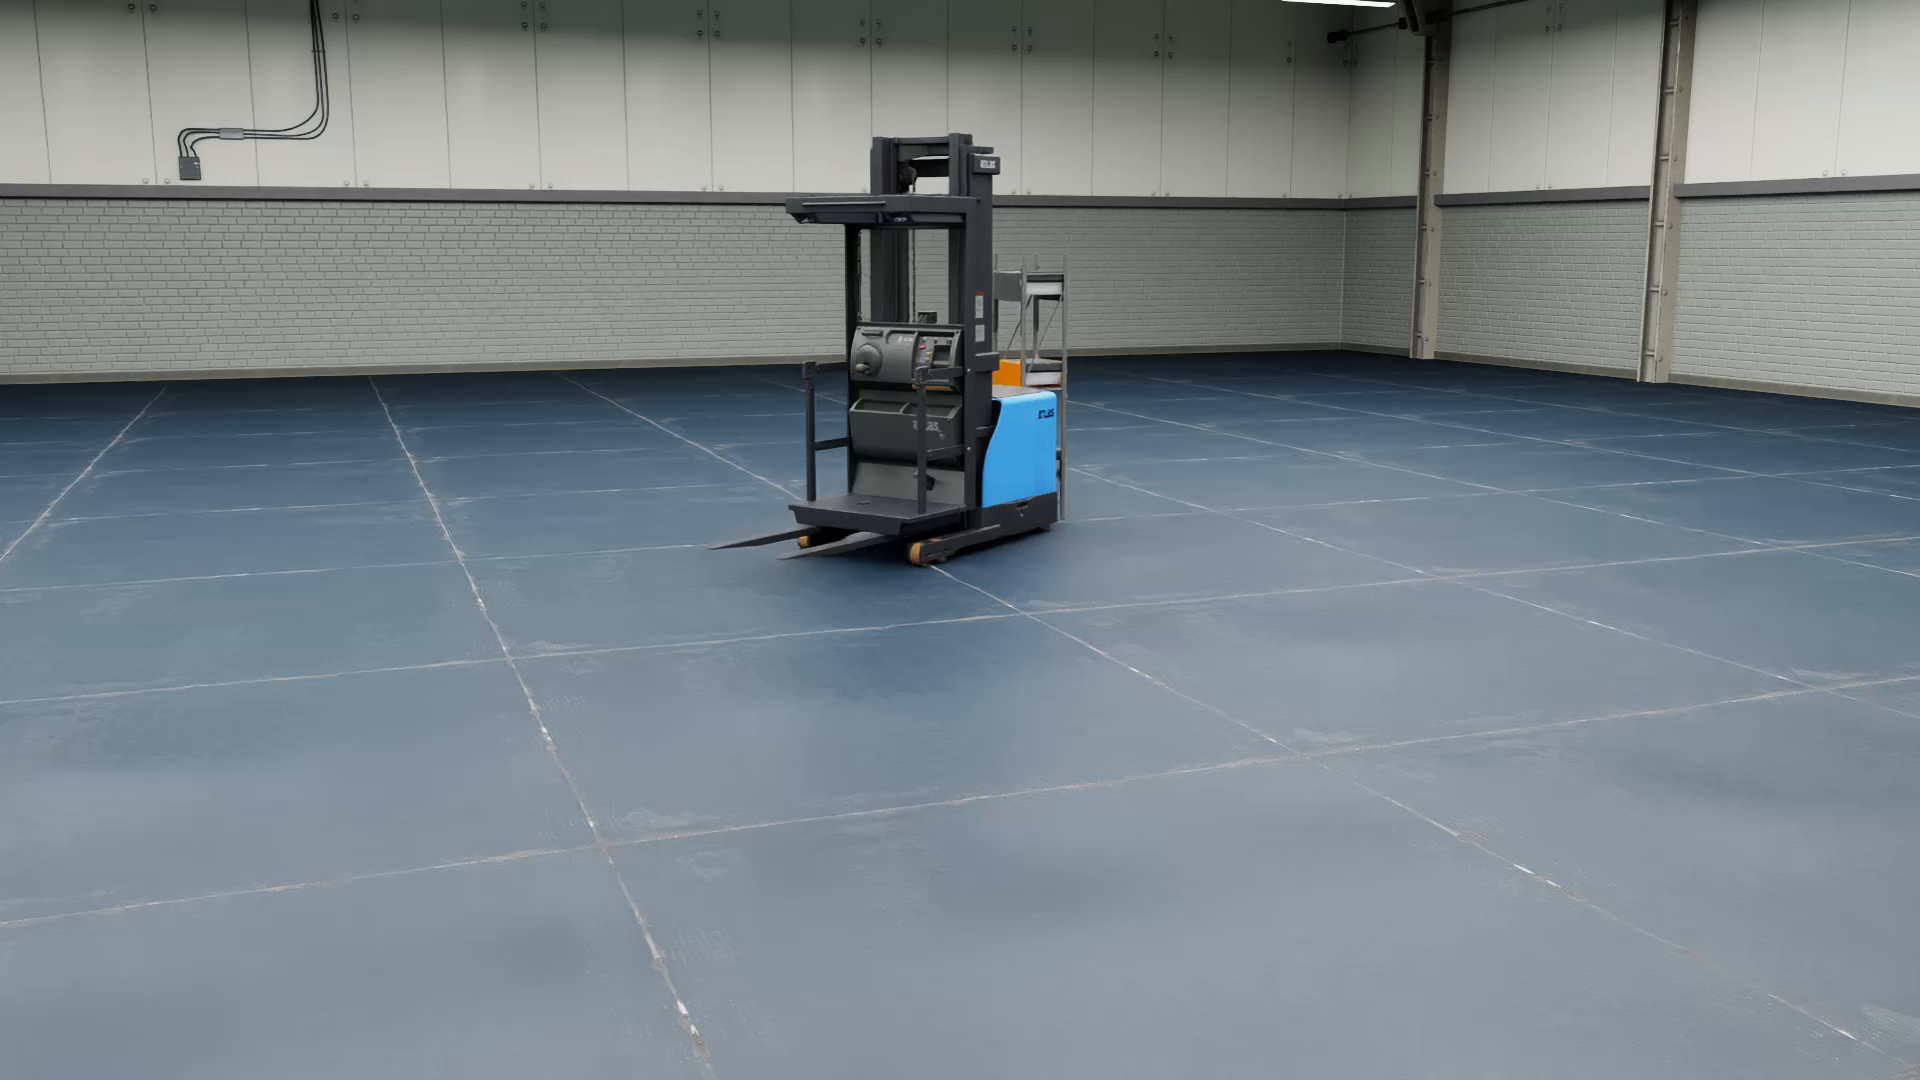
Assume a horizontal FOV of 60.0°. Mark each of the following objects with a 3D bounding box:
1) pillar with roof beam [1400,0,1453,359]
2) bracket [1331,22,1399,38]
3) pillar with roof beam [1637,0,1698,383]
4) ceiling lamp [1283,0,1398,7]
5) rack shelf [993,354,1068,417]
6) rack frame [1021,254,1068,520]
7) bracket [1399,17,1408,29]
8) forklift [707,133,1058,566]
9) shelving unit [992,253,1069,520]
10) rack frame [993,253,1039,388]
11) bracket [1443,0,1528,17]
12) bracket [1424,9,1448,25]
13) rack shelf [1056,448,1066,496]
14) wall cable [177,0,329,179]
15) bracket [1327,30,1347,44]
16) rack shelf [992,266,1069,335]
[{"bbox_3d":[4.946,-7.679,29.896,9.100,9.000,0.548,-4,11,-21],"label":"pillar with roof beam"},{"bbox_3d":[7.832,-10.060,33.003,0.076,0.066,3.189,-4,11,-21],"label":"bracket"},{"bbox_3d":[7.120,-6.700,24.390,9.100,9.000,0.400,-4,11,-21],"label":"pillar with roof beam"},{"bbox_3d":[5.735,-9.881,25.605,2.000,3.185,0.800,-4,11,-21],"label":"ceiling lamp"},{"bbox_3d":[0.554,-1.209,13.291,0.431,0.518,0.480,-5,11,-25],"label":"rack shelf"},{"bbox_3d":[0.659,-1.183,13.072,0.400,2.100,0.015,-5,11,-25],"label":"rack frame"},{"bbox_3d":[8.477,-9.770,31.371,0.235,0.232,0.430,-4,11,-21],"label":"bracket"},{"bbox_3d":[-0.511,-1.357,11.678,1.130,2.935,3.031,7,12,35],"label":"forklift"},{"bbox_3d":[0.554,-1.223,13.289,0.431,2.100,0.503,-5,11,-25],"label":"shelving unit"},{"bbox_3d":[0.448,-1.263,13.505,0.400,2.100,0.015,-5,11,-25],"label":"rack frame"},{"bbox_3d":[9.711,-9.214,28.245,0.076,0.066,4.783,-4,11,-21],"label":"bracket"},{"bbox_3d":[8.778,-9.634,30.609,0.235,0.232,0.430,-4,11,-21],"label":"bracket"},{"bbox_3d":[0.553,-0.521,13.417,0.431,0.518,0.480,-5,11,-25],"label":"rack shelf"},{"bbox_3d":[-11.382,-8.792,26.443,2.305,6.003,0.169,-4,11,-21],"label":"wall cable"},{"bbox_3d":[7.618,-10.157,33.545,0.235,0.232,0.430,-4,11,-21],"label":"bracket"},{"bbox_3d":[0.555,-1.898,13.165,0.431,0.518,0.480,-5,11,-25],"label":"rack shelf"}]
